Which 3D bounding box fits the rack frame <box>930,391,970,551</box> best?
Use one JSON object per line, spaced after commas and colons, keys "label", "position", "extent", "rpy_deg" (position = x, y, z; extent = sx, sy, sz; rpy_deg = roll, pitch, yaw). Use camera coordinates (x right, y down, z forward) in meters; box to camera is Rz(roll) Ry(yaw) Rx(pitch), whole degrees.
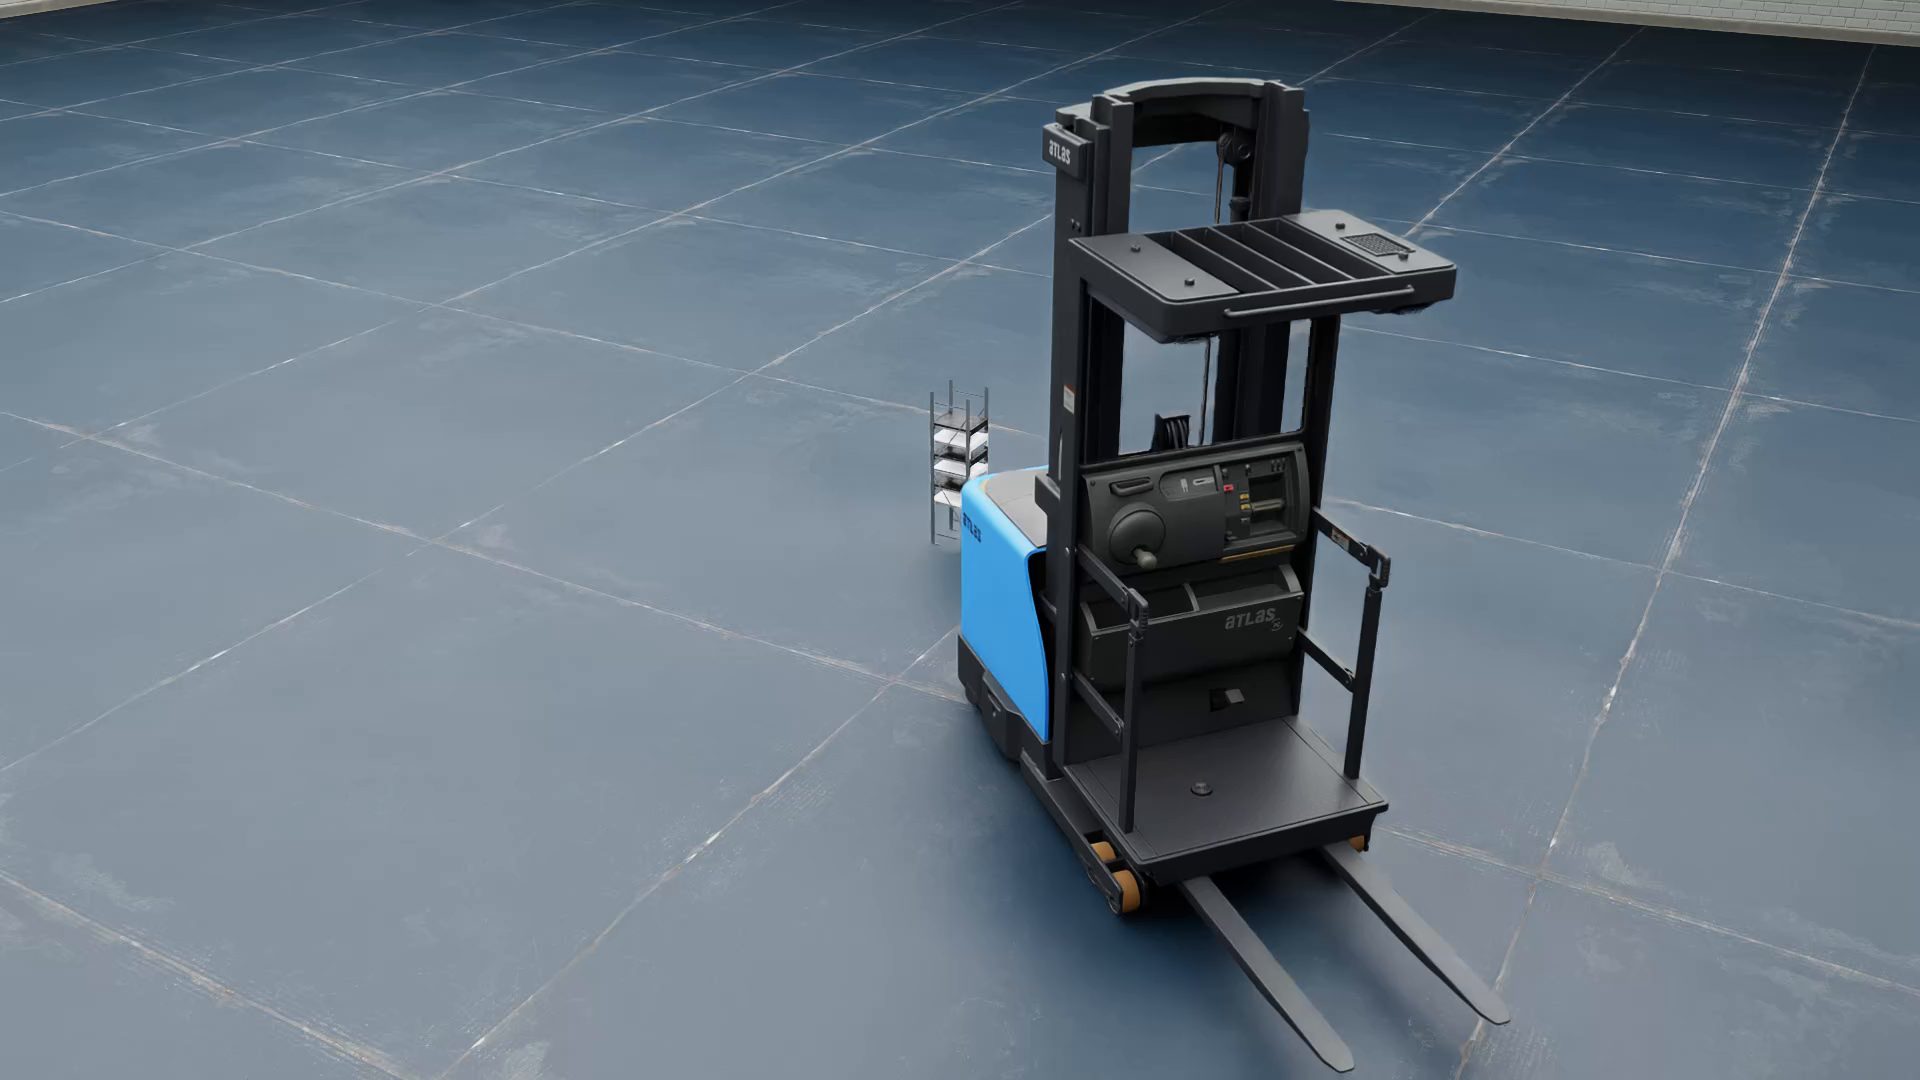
{"label": "rack frame", "position": [-0.054, -0.360, 8.963], "extent": [0.240, 0.900, 0.006], "rpy_deg": [14, 30, 26]}

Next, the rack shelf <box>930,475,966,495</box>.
{"label": "rack shelf", "position": [-0.004, -0.289, 9.097], "extent": [0.258, 0.077, 0.200], "rpy_deg": [14, 30, 26]}

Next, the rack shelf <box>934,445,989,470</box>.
{"label": "rack shelf", "position": [-0.004, -0.450, 9.017], "extent": [0.258, 0.077, 0.200], "rpy_deg": [14, 30, 26]}

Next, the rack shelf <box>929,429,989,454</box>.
{"label": "rack shelf", "position": [-0.004, -0.530, 8.977], "extent": [0.258, 0.077, 0.200], "rpy_deg": [14, 30, 26]}

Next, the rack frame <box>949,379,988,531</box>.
{"label": "rack frame", "position": [0.046, -0.439, 9.121], "extent": [0.240, 0.900, 0.006], "rpy_deg": [14, 30, 26]}

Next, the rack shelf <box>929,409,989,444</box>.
{"label": "rack shelf", "position": [-0.004, -0.611, 8.936], "extent": [0.258, 0.077, 0.200], "rpy_deg": [14, 30, 26]}

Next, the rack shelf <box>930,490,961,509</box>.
{"label": "rack shelf", "position": [-0.004, -0.208, 9.138], "extent": [0.258, 0.077, 0.200], "rpy_deg": [14, 30, 26]}

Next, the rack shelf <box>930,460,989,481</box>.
{"label": "rack shelf", "position": [-0.004, -0.369, 9.057], "extent": [0.258, 0.077, 0.200], "rpy_deg": [14, 30, 26]}

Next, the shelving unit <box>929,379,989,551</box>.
{"label": "shelving unit", "position": [-0.004, -0.399, 9.042], "extent": [0.258, 0.900, 0.210], "rpy_deg": [14, 30, 26]}

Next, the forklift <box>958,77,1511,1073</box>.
{"label": "forklift", "position": [0.990, -0.088, 6.151], "extent": [1.130, 2.935, 3.031], "rpy_deg": [-10, 28, -19]}
